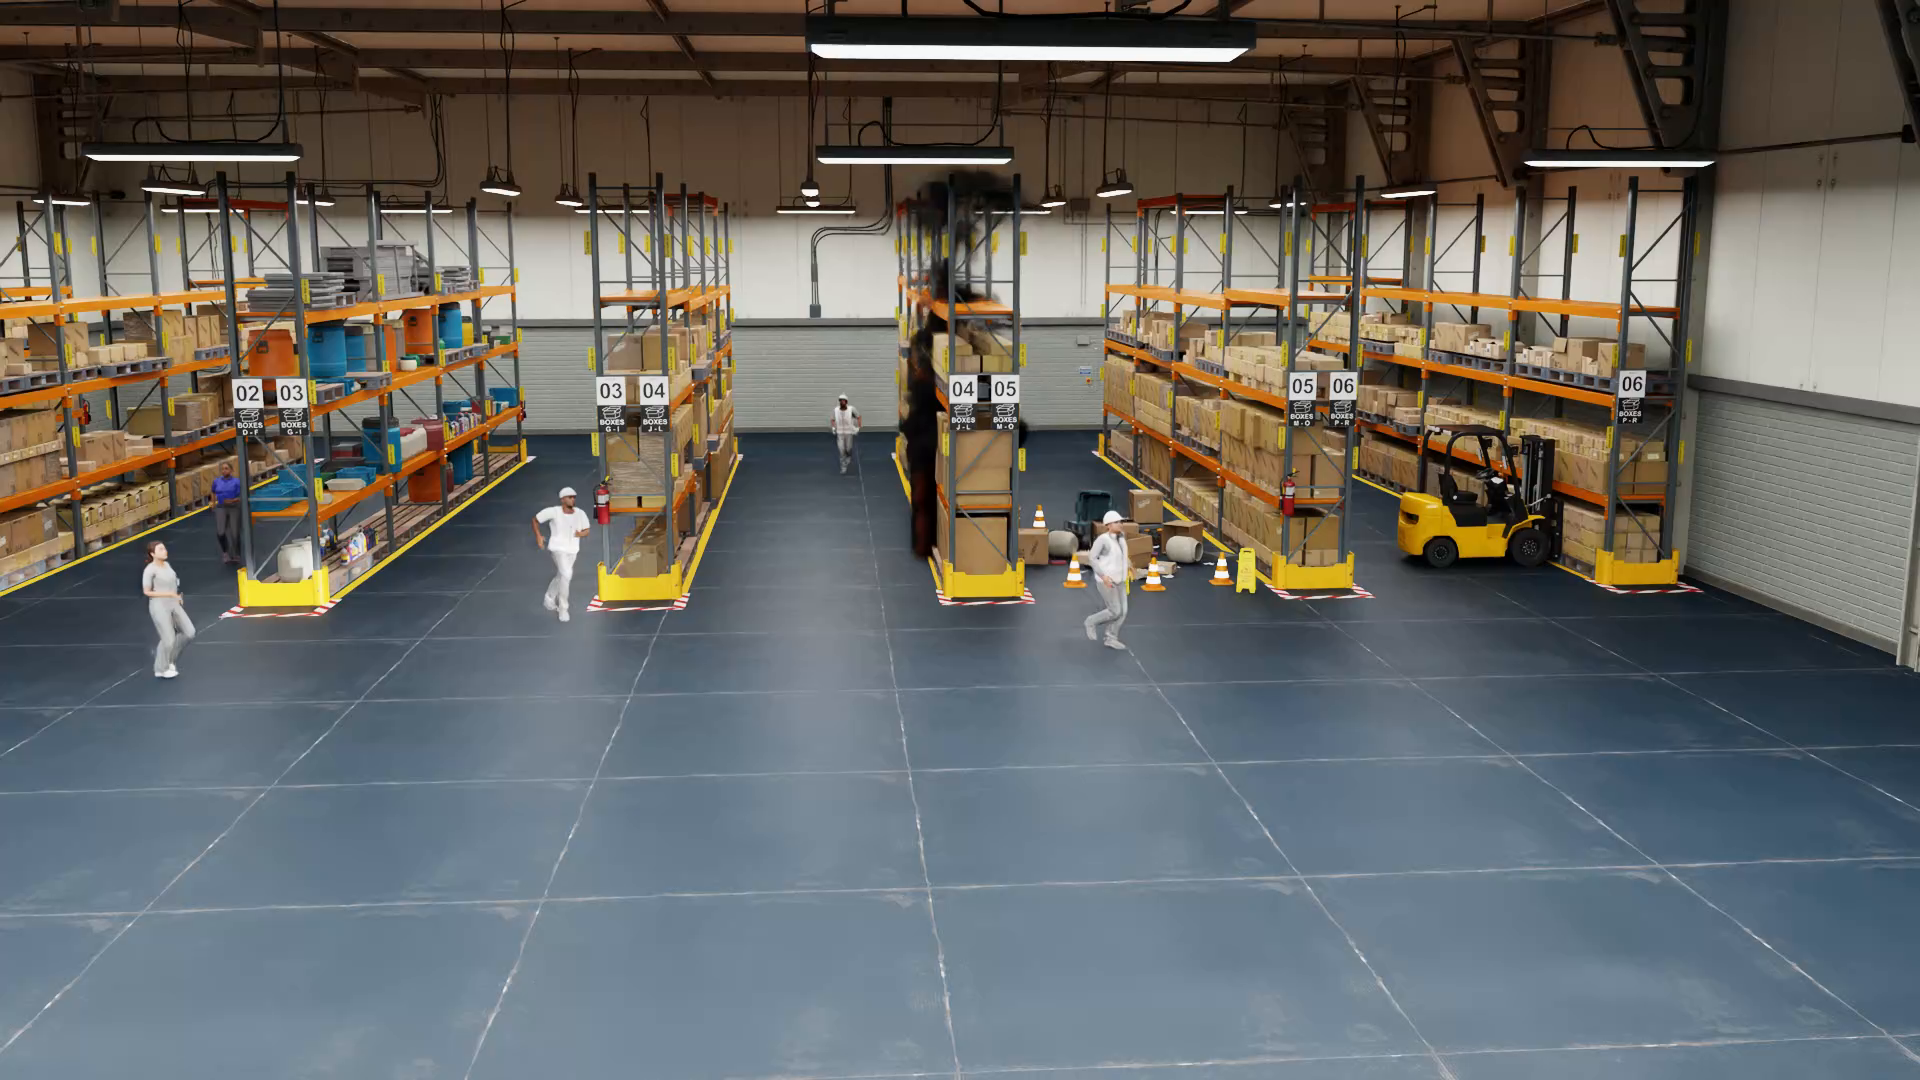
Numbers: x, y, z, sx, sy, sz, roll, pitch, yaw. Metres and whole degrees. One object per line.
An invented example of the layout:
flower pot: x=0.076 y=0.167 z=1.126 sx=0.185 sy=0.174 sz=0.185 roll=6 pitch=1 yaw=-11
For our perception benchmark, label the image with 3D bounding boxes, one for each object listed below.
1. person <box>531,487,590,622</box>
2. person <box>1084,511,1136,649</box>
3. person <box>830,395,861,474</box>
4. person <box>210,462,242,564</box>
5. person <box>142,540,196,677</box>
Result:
person: x=-5.415 y=0.167 z=22.763 sx=0.782 sy=1.788 sz=0.706 roll=9 pitch=13 yaw=41
person: x=1.889 y=0.491 z=20.965 sx=0.579 sy=1.748 sz=0.679 roll=8 pitch=13 yaw=40
person: x=-2.556 y=-2.383 z=37.208 sx=0.701 sy=1.759 sz=0.688 roll=1 pitch=10 yaw=6
person: x=-11.610 y=-0.425 z=26.356 sx=0.550 sy=1.626 sz=0.646 roll=-2 pitch=10 yaw=-13
person: x=-9.211 y=0.807 z=19.388 sx=0.544 sy=1.623 sz=0.554 roll=3 pitch=10 yaw=16
